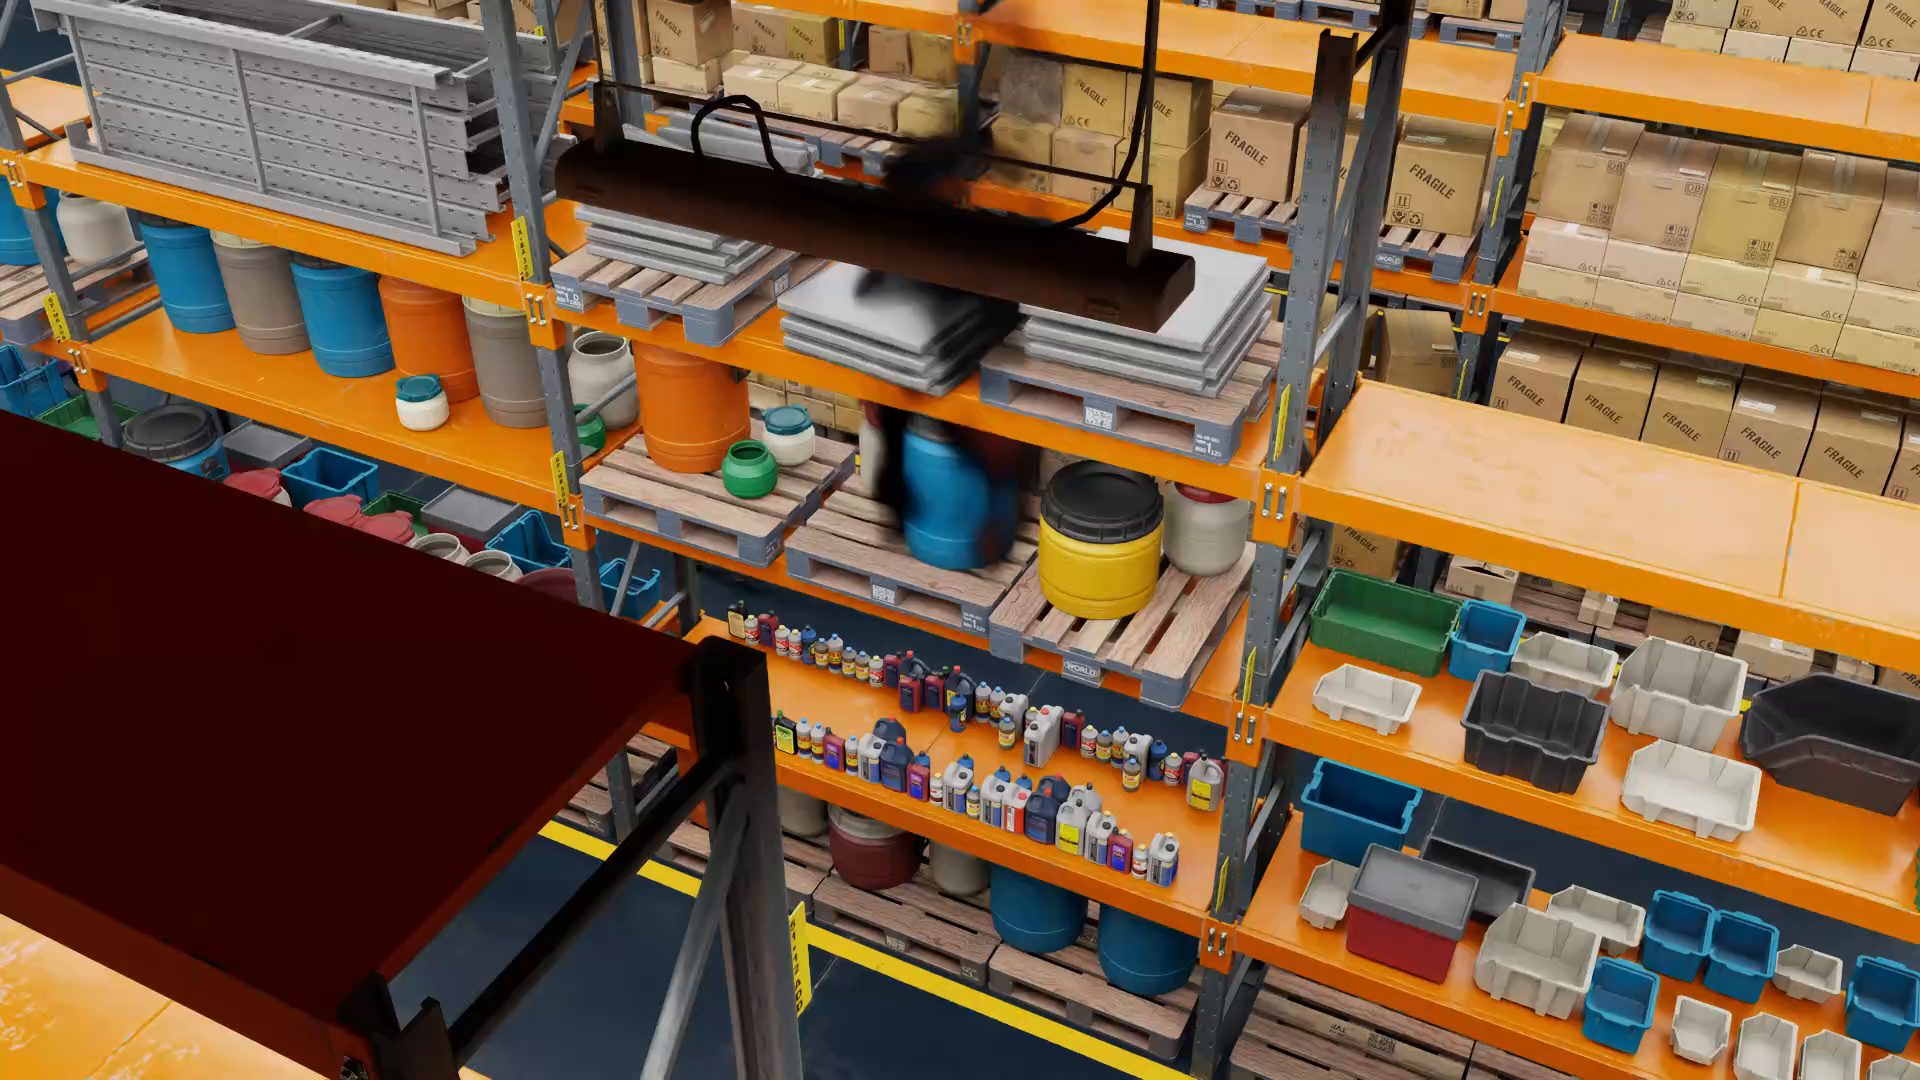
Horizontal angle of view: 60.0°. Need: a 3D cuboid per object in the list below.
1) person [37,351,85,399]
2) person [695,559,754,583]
[{"bbox_3d":[-7.996,-1.584,14.769,0.578,1.553,0.602,10,36,14],"label":"person"},{"bbox_3d":[-1.951,-0.357,12.948,0.858,1.693,0.560,16,38,21],"label":"person"}]
